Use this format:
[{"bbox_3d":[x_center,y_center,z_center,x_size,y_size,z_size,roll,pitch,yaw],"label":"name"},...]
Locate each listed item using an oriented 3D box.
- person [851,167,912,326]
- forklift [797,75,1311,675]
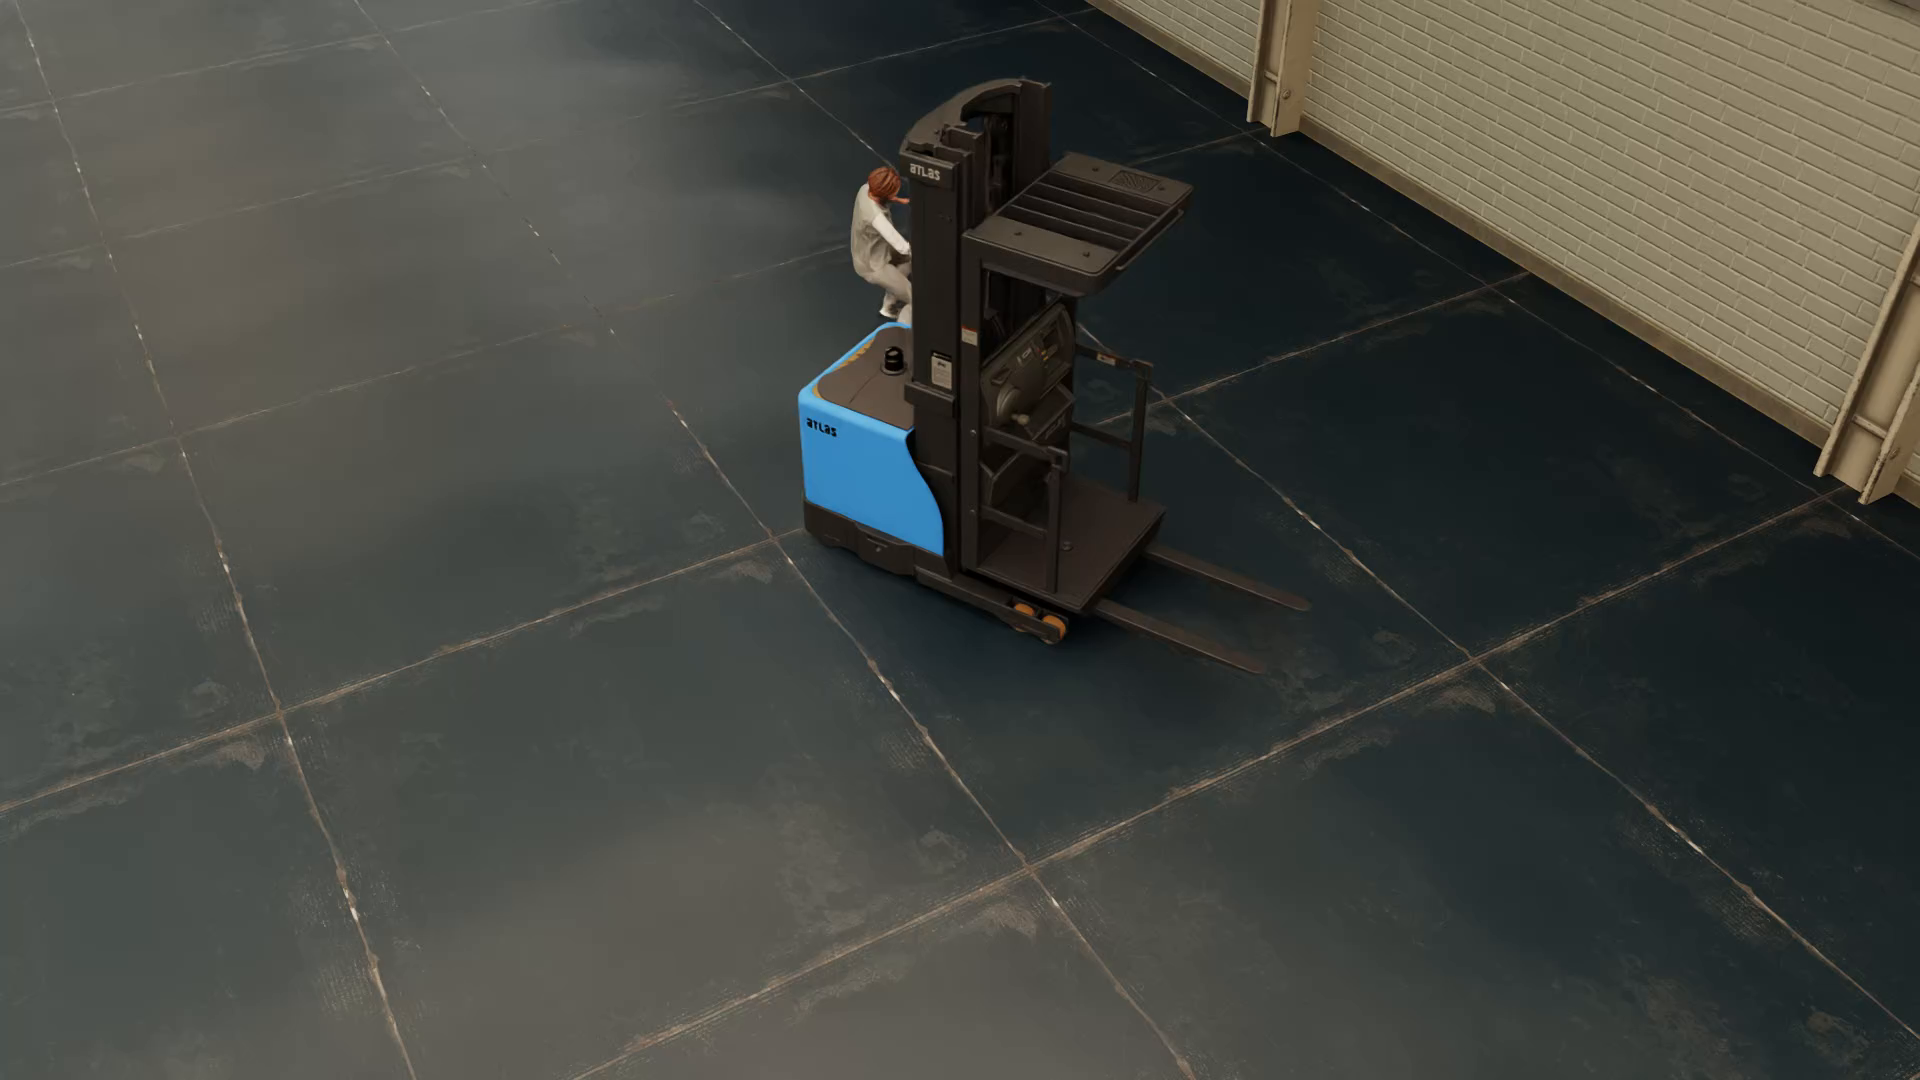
[{"bbox_3d":[-0.406,-2.003,11.656,0.692,1.387,0.817,-6,40,-7],"label":"person"},{"bbox_3d":[0.554,-0.916,9.140,3.031,2.935,1.130,22,44,24],"label":"forklift"}]
